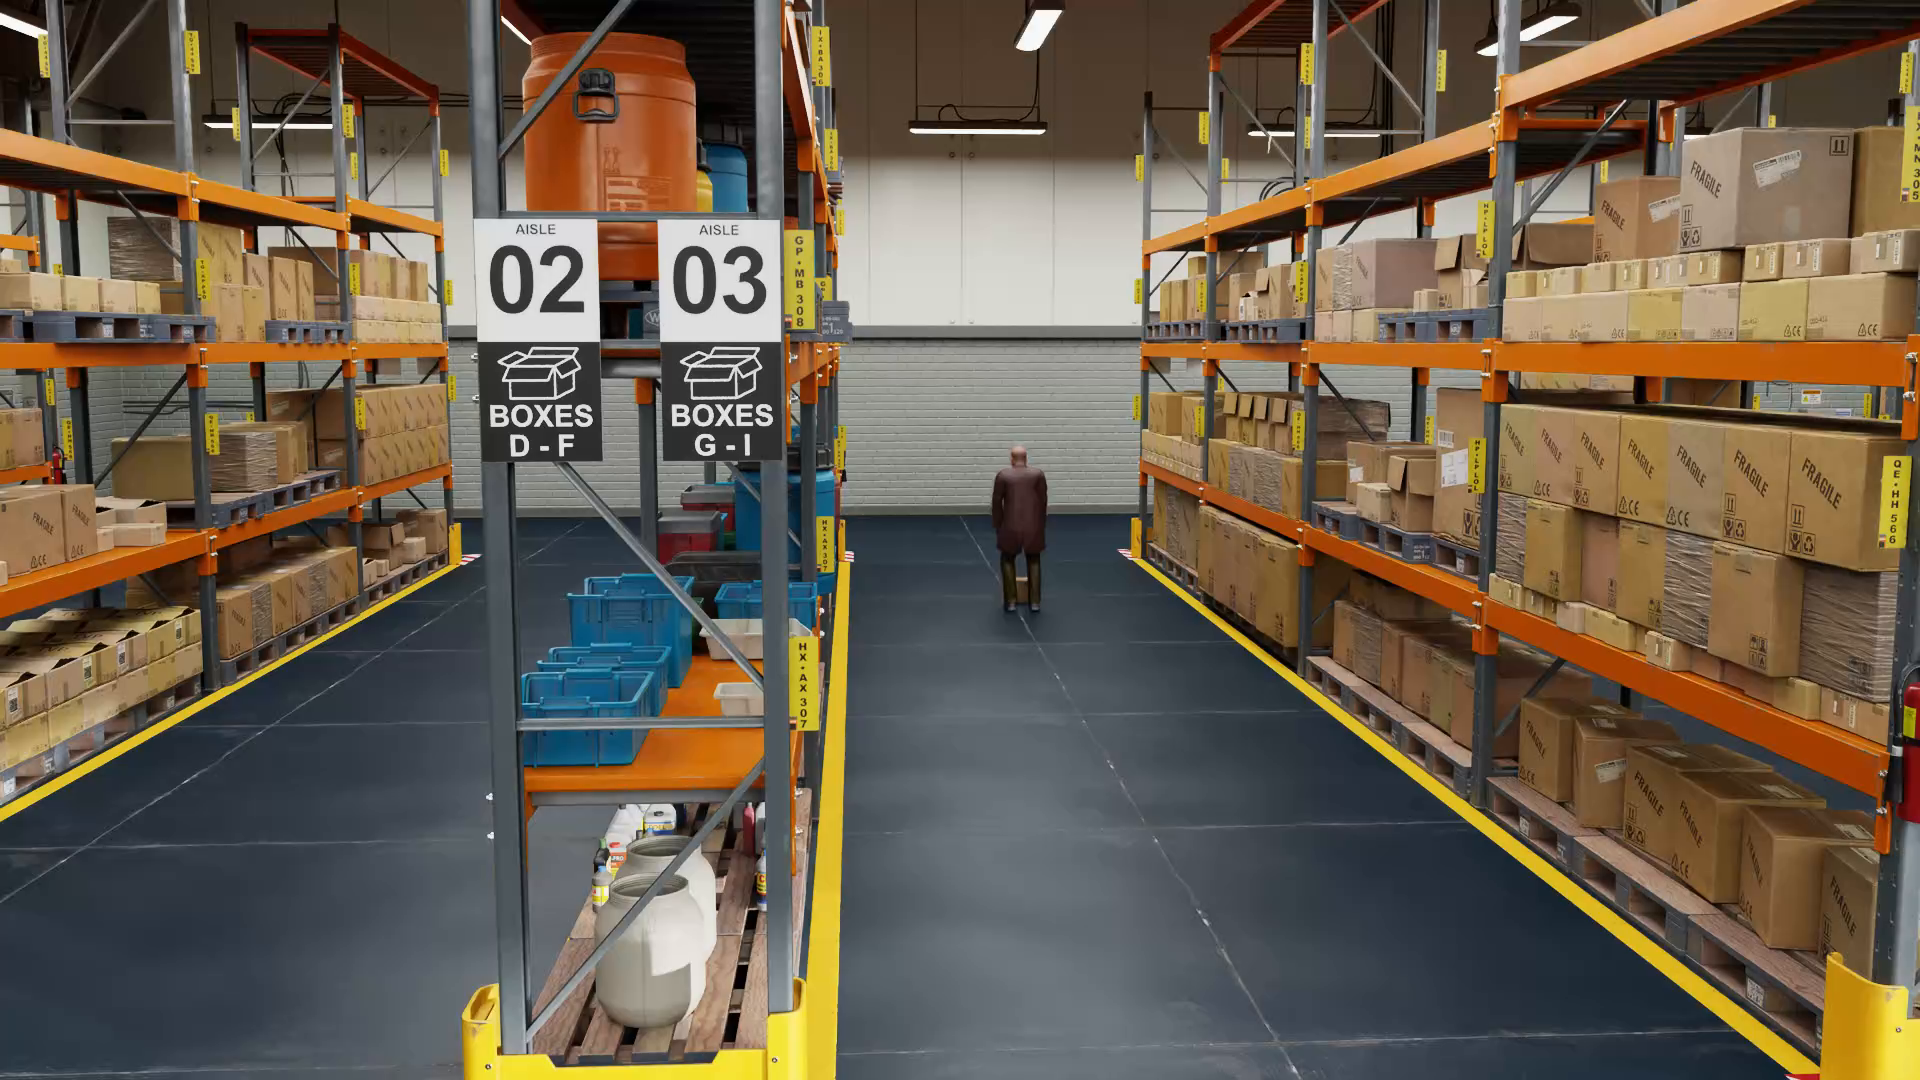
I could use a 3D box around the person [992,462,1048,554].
[{"bbox_3d":[0.627,-0.343,17.510,0.587,0.963,0.396,0,7,-2],"label":"person"}]
